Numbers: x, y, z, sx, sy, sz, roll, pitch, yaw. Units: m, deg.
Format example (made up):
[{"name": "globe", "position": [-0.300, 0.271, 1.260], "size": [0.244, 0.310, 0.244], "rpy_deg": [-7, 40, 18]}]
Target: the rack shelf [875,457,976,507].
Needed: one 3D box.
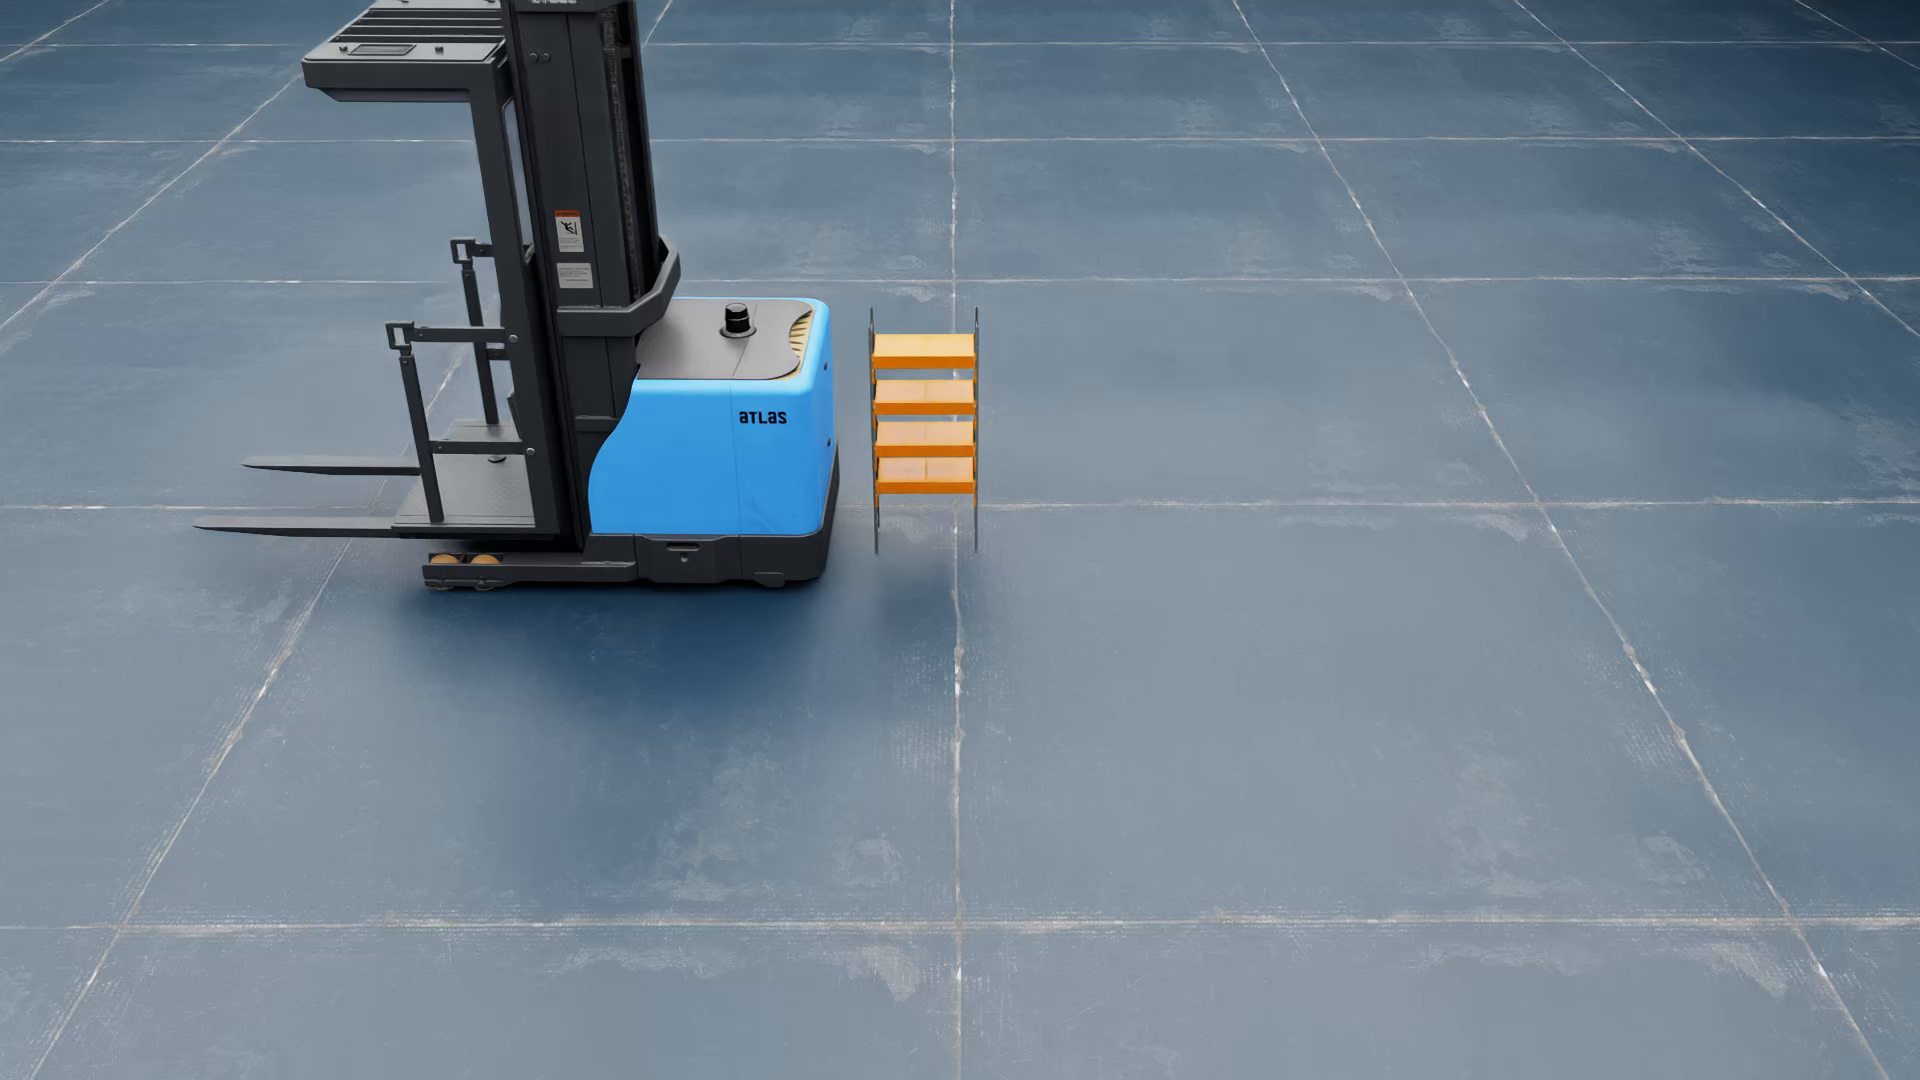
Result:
[{"name": "rack shelf", "position": [-0.166, -0.285, 8.076], "size": [0.480, 0.148, 0.258], "rpy_deg": [0, 31, 0]}]

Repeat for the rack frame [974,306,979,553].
[{"name": "rack frame", "position": [0.078, -0.513, 7.939], "size": [0.015, 1.200, 0.240], "rpy_deg": [0, 31, 0]}]

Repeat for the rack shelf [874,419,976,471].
[{"name": "rack shelf", "position": [-0.166, -0.455, 7.973], "size": [0.480, 0.148, 0.258], "rpy_deg": [0, 31, 0]}]

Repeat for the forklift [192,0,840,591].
[{"name": "forklift", "position": [-2.146, -1.288, 7.548], "size": [3.031, 2.935, 1.130], "rpy_deg": [1, 31, 1]}]

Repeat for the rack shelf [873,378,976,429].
[{"name": "rack shelf", "position": [-0.166, -0.646, 7.857], "size": [0.480, 0.148, 0.258], "rpy_deg": [0, 31, 0]}]

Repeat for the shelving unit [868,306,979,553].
[{"name": "shelving unit", "position": [-0.166, -0.512, 7.938], "size": [0.503, 1.200, 0.258], "rpy_deg": [0, 31, 0]}]

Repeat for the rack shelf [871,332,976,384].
[{"name": "rack shelf", "position": [-0.166, -0.848, 7.734], "size": [0.480, 0.148, 0.258], "rpy_deg": [0, 31, 0]}]

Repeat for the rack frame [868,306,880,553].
[{"name": "rack frame", "position": [-0.410, -0.512, 7.937], "size": [0.015, 1.200, 0.240], "rpy_deg": [0, 31, 0]}]
